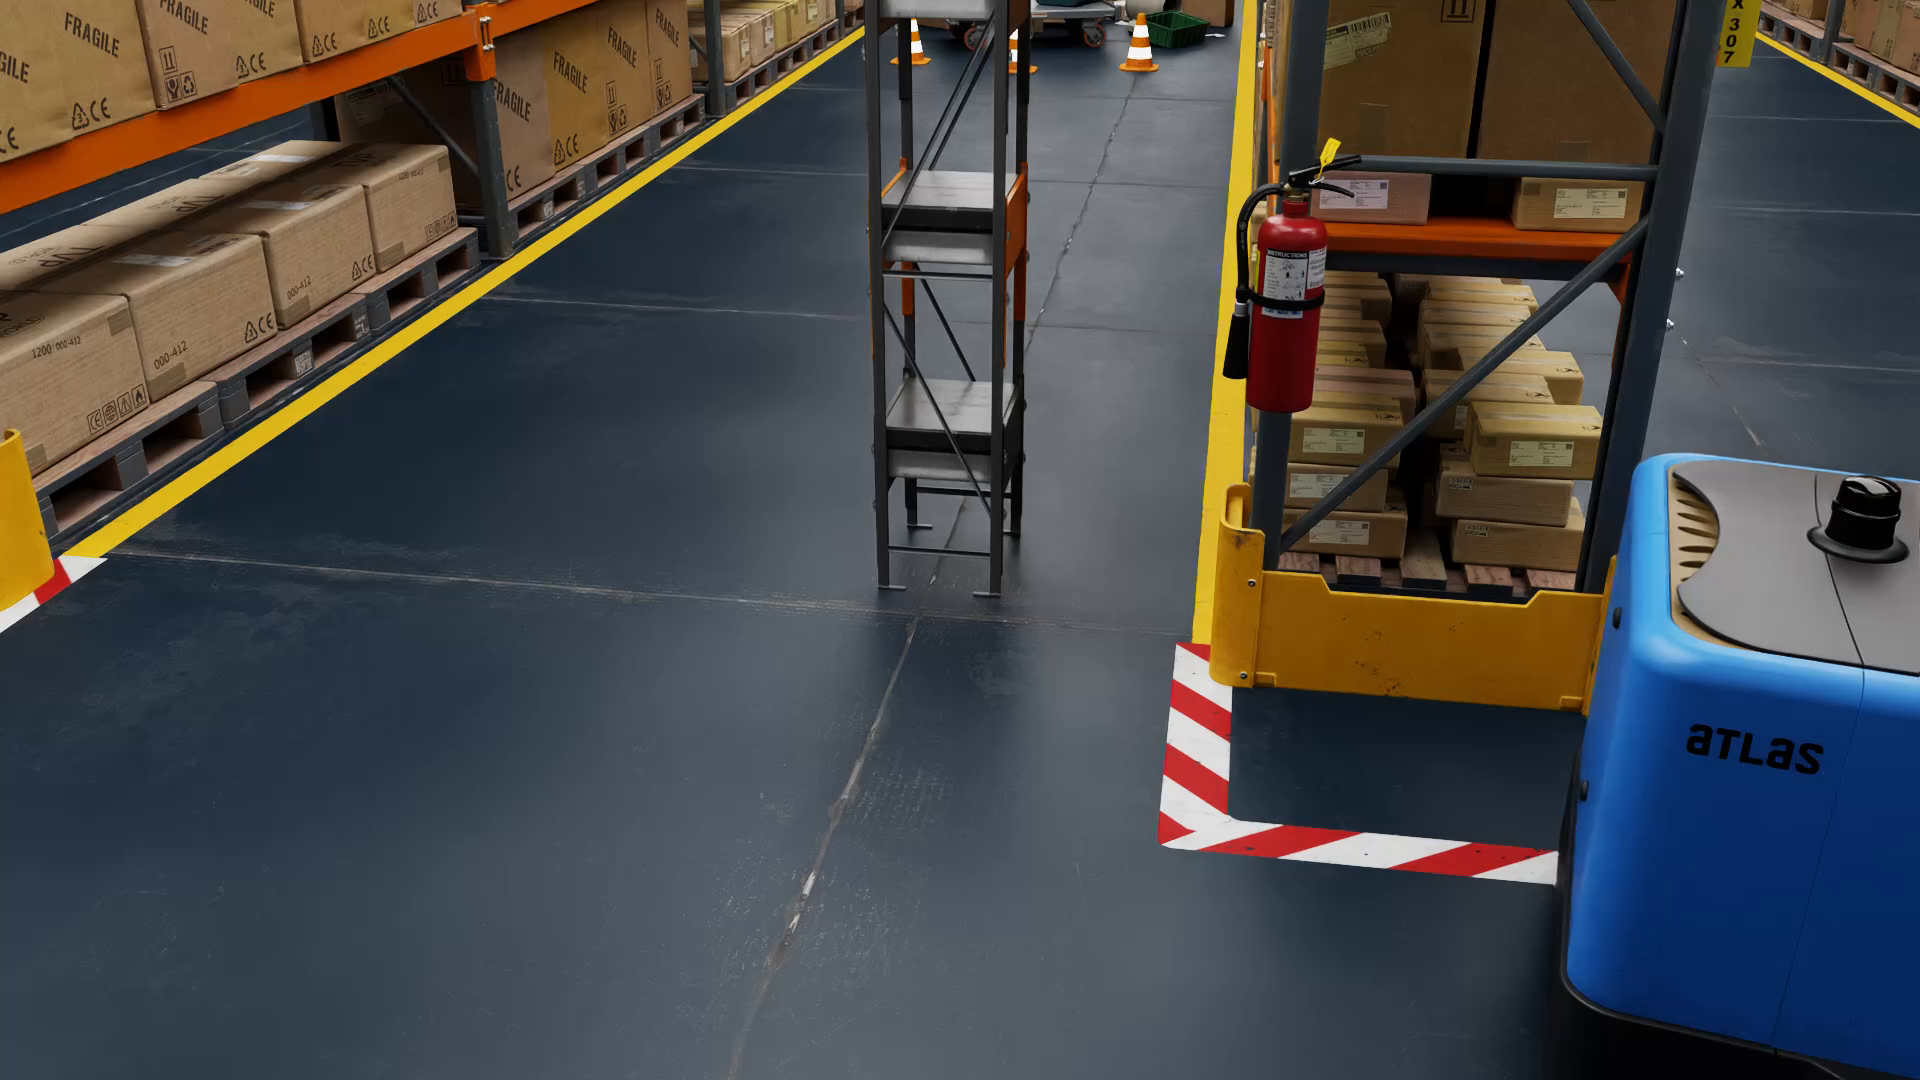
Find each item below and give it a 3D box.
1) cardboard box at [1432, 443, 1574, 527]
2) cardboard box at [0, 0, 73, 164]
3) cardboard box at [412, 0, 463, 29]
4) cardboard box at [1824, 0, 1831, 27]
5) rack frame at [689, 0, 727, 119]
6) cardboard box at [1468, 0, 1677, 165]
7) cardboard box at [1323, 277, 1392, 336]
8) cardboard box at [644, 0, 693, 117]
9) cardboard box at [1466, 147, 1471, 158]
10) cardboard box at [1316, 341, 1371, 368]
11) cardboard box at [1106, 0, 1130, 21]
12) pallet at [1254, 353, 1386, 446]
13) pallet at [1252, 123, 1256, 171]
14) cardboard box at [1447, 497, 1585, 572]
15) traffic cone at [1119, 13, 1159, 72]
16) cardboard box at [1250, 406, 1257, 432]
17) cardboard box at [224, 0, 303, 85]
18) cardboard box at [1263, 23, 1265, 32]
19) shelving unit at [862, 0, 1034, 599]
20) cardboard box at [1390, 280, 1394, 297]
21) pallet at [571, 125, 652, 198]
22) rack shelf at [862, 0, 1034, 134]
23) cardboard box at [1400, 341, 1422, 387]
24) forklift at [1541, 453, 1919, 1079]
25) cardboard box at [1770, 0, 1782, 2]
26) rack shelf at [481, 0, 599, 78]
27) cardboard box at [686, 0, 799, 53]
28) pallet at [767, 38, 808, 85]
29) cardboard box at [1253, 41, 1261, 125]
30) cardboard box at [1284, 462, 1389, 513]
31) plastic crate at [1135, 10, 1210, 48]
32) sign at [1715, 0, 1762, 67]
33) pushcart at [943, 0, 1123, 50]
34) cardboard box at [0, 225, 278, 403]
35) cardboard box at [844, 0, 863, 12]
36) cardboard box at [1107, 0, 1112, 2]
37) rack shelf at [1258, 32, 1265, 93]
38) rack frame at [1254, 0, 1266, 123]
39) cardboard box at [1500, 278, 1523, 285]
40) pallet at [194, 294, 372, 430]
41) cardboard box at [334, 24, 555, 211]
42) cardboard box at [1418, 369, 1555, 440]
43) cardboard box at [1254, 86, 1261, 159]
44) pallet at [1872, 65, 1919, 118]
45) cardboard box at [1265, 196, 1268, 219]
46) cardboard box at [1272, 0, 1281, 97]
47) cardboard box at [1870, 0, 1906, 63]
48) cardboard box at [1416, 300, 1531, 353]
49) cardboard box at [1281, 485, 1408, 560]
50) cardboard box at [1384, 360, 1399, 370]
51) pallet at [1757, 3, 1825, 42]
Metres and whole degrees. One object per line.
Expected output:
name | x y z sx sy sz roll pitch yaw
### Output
cardboard box | 1.657 -0.171 5.094 0.380 0.149 0.250 5 26 11
cardboard box | -3.220 -1.463 5.220 0.500 0.500 0.500 4 25 8
cardboard box | -2.752 -2.744 7.955 0.500 0.500 0.500 4 25 9
cardboard box | 8.347 -5.032 15.415 0.500 0.500 0.500 13 28 25
rack frame | -2.274 -4.583 12.003 1.000 3.000 0.127 4 25 9
cardboard box | 1.664 -1.285 4.488 0.500 0.500 0.500 5 26 11
cardboard box | 1.416 -0.885 6.267 0.380 0.149 0.250 3 25 7
cardboard box | -2.469 -3.528 11.759 0.875 0.875 0.875 4 25 8
cardboard box | 1.699 -1.271 5.224 0.380 0.149 0.250 5 26 11
cardboard box | 1.169 -0.562 5.578 0.380 0.149 0.250 3 25 7
cardboard box | 1.743 -5.563 17.322 0.396 0.266 0.258 8 26 18
pallet | 1.700 -0.551 6.679 1.003 0.211 1.213 4 25 9
pallet | 2.496 -2.693 11.253 1.003 0.211 1.213 4 25 9
cardboard box | 1.720 -0.032 5.148 0.380 0.149 0.250 5 25 10
traffic cone | 1.570 -4.350 14.497 0.336 0.463 0.334 4 25 9
cardboard box | 1.276 -0.504 6.156 0.380 0.149 0.250 3 25 6
cardboard box | -2.999 -2.099 6.578 0.500 0.500 0.500 5 26 10
cardboard box | 2.098 -2.990 10.168 0.500 0.250 0.500 4 25 9
shelving unit | -0.027 -0.882 5.157 0.431 2.100 0.503 4 25 9
cardboard box | 1.952 -0.945 6.748 0.380 0.149 0.250 3 25 6
pallet | -2.679 -2.487 10.813 1.003 0.211 1.213 4 25 9
rack shelf | -0.027 -1.503 4.866 0.431 0.518 0.480 4 25 9
cardboard box | 1.809 -0.608 6.027 0.380 0.149 0.250 3 25 6
forklift | 2.731 -0.152 2.618 3.031 2.935 1.130 9 27 18
cardboard box | 8.627 -5.788 17.030 0.500 0.500 0.500 11 27 22
rack shelf | -2.601 -3.421 10.368 1.077 0.370 4.000 4 25 9
cardboard box | -1.930 -4.444 14.311 0.950 0.372 0.625 5 26 10
pallet | -1.944 -4.155 14.379 1.003 0.211 1.213 4 25 9
cardboard box | 2.258 -3.062 11.207 0.500 0.500 0.500 3 25 6
cardboard box | 1.123 -0.211 5.178 0.380 0.149 0.250 3 25 7
plastic crate | 2.015 -4.871 15.867 0.450 0.188 0.662 29 36 30
sign | 1.853 -1.291 3.948 0.100 0.325 0.005 4 25 9
pushcart | 0.637 -4.931 15.840 1.648 0.377 0.936 -5 25 -10
cardboard box | -3.431 -0.933 6.732 0.875 0.438 0.875 5 25 10
cardboard box | -1.258 -5.429 16.558 0.500 0.250 0.500 3 25 6
cardboard box | 1.244 -5.888 17.736 0.797 0.503 0.637 -14 29 -27
rack shelf | 2.299 -3.120 9.726 1.077 0.370 4.000 4 25 9
rack frame | 2.626 -4.282 11.360 1.000 3.000 0.127 4 25 9
cardboard box | 2.030 -1.060 6.643 0.380 0.149 0.250 3 25 7
pallet | -3.327 -0.823 7.258 1.003 0.211 1.213 4 25 9
cardboard box | -2.906 -2.403 9.356 0.875 0.875 0.875 5 26 10
cardboard box | 1.665 -0.424 5.283 0.380 0.149 0.250 4 25 9
cardboard box | 2.017 -2.423 9.842 0.500 0.500 0.500 3 25 7
pallet | 7.833 -3.469 12.912 1.003 0.211 1.213 4 25 9
cardboard box | 1.608 -1.537 7.661 0.380 0.149 0.250 5 26 11
cardboard box | 1.300 -1.750 5.481 0.500 0.500 0.500 4 25 9
cardboard box | 7.938 -4.183 13.578 0.700 0.500 0.500 4 25 8
cardboard box | 1.846 -0.745 5.970 0.380 0.149 0.250 5 26 11
cardboard box | 1.198 -0.070 5.229 0.380 0.149 0.250 4 25 9
cardboard box | 1.351 -0.533 5.868 0.380 0.149 0.250 4 25 8
pallet | 8.428 -5.101 16.399 1.003 0.211 1.213 4 25 9
